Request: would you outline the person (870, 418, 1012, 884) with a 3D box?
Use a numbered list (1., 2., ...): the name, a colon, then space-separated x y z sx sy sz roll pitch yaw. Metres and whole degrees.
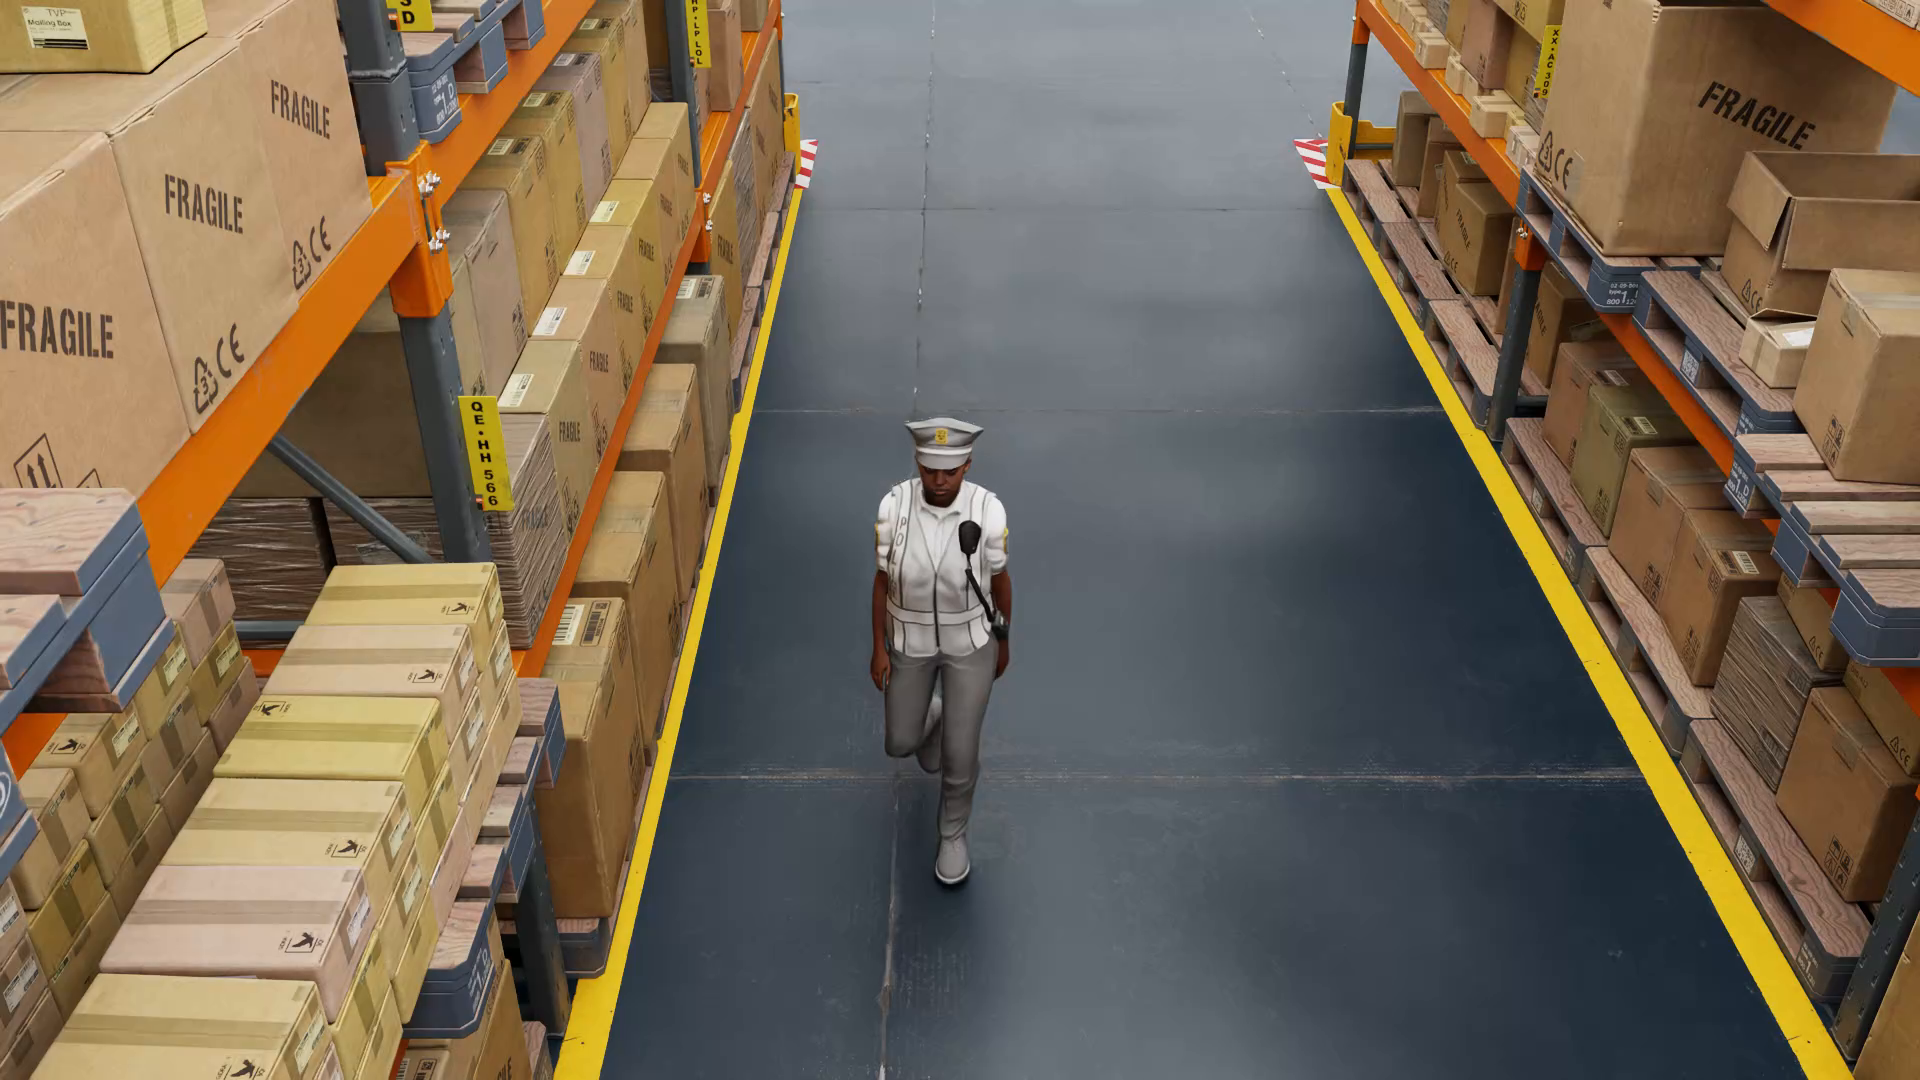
1. person: -0.061 0.308 5.578 0.465 1.675 0.663 4 32 6
